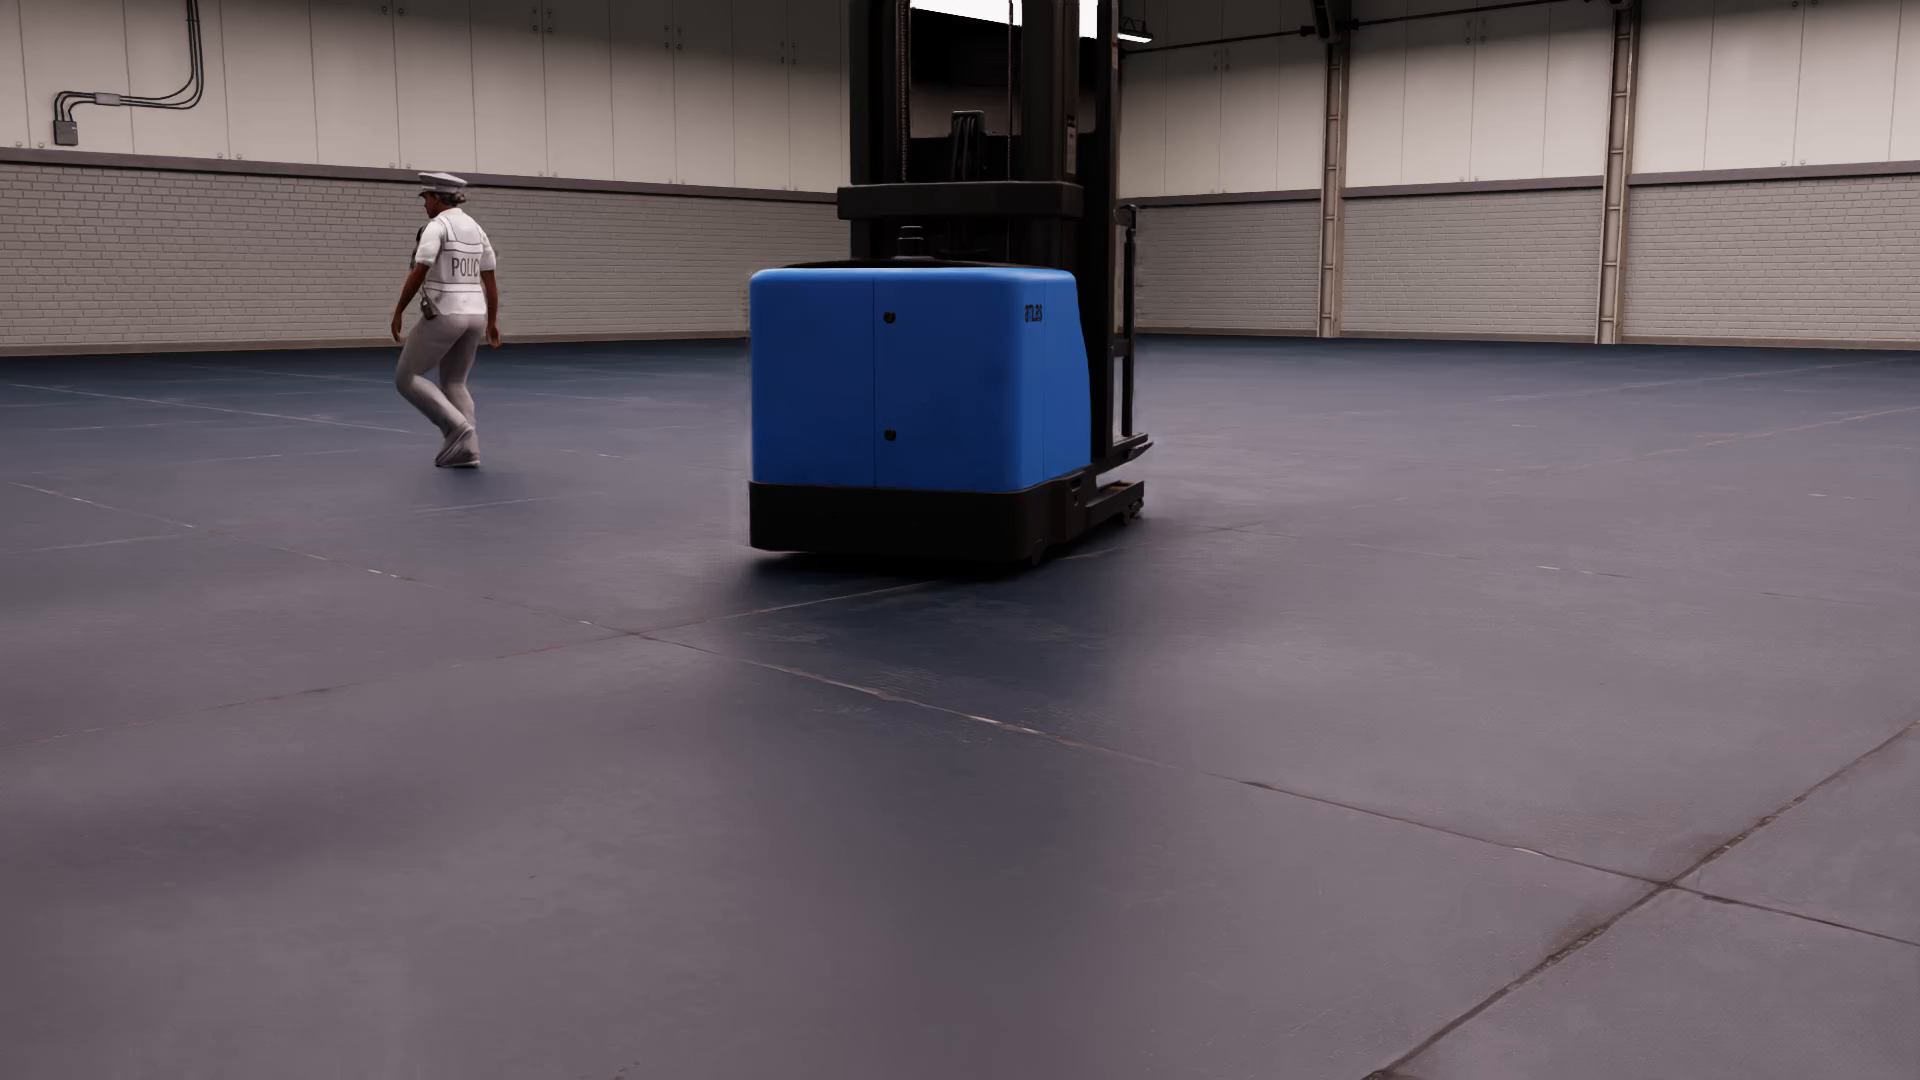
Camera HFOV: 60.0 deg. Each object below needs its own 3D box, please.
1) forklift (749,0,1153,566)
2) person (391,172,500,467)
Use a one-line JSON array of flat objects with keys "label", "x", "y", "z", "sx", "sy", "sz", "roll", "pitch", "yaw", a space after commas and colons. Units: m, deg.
[{"label": "forklift", "x": 0.184, "y": -1.537, "z": 7.081, "sx": 1.130, "sy": 2.935, "sz": 3.031, "roll": 3, "pitch": 9, "yaw": 19}, {"label": "person", "x": -2.878, "y": -1.220, "z": 9.307, "sx": 0.446, "sy": 1.648, "sz": 0.629, "roll": 3, "pitch": 9, "yaw": 20}]
